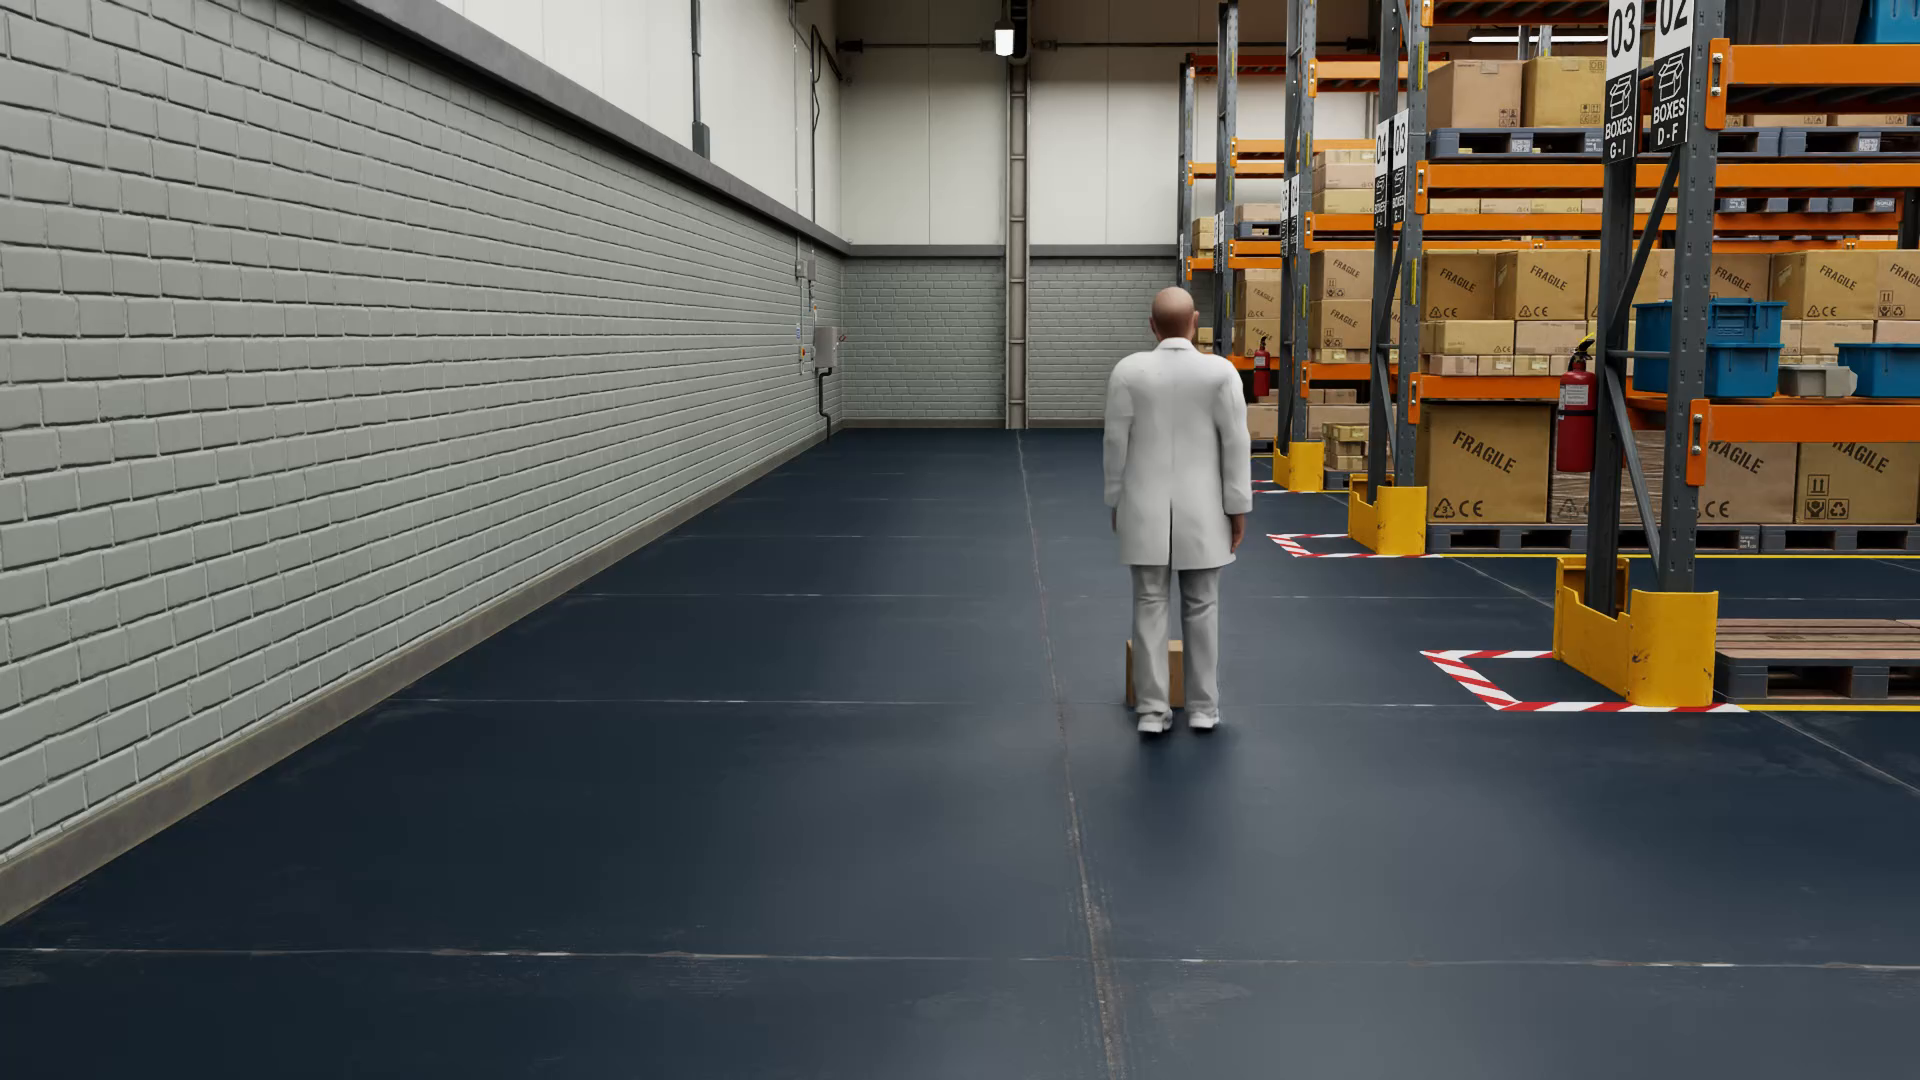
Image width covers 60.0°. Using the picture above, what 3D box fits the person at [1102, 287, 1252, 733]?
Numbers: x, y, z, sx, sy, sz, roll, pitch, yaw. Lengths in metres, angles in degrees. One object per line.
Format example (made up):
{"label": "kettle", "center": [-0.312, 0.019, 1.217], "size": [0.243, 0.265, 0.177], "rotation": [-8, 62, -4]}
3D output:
{"label": "person", "center": [0.871, -0.110, 6.687], "size": [0.599, 1.797, 0.585], "rotation": [1, 7, 9]}
